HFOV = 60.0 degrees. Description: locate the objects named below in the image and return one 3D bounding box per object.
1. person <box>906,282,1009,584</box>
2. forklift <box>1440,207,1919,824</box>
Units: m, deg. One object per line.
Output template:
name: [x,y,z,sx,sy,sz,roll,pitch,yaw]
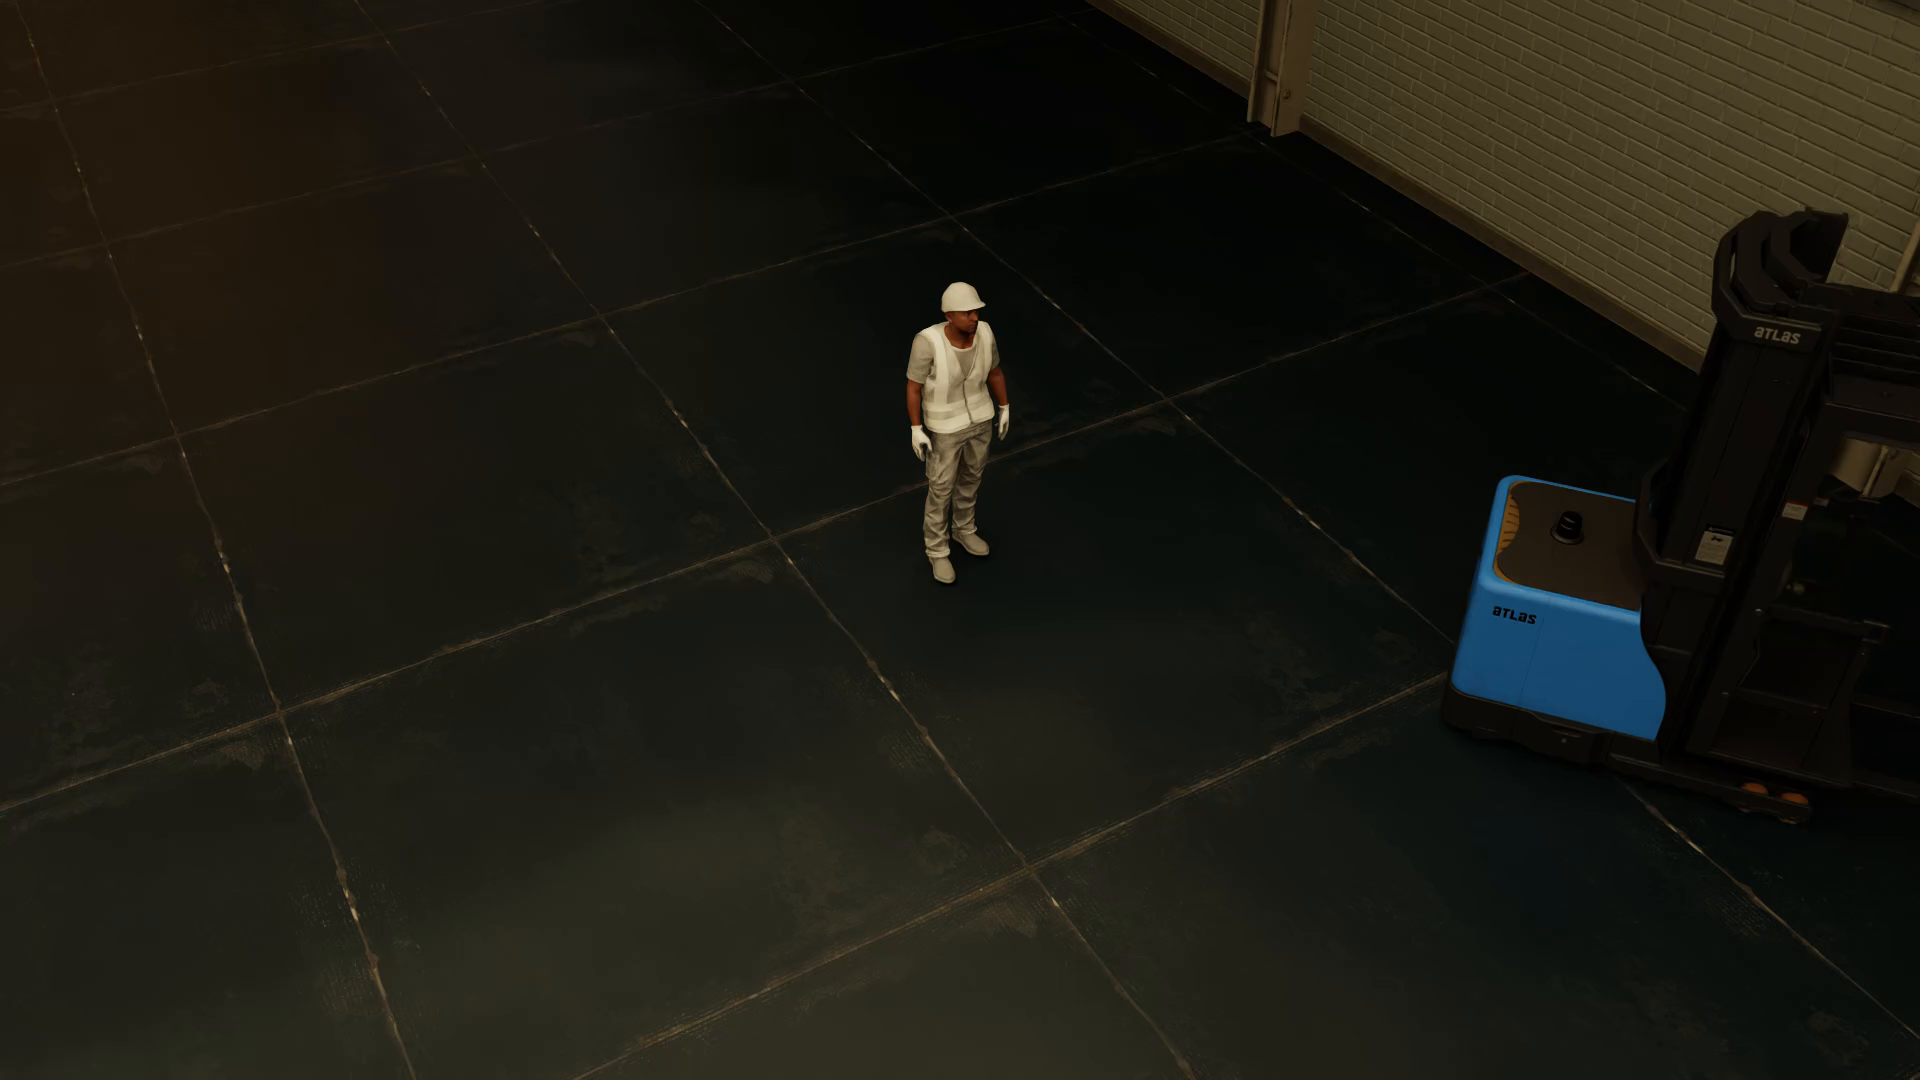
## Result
person: [0.028,-0.648,9.709,0.656,1.777,0.577,-20,44,-23]
forklift: [4.195,-0.052,8.098,3.031,2.935,1.130,14,42,16]
